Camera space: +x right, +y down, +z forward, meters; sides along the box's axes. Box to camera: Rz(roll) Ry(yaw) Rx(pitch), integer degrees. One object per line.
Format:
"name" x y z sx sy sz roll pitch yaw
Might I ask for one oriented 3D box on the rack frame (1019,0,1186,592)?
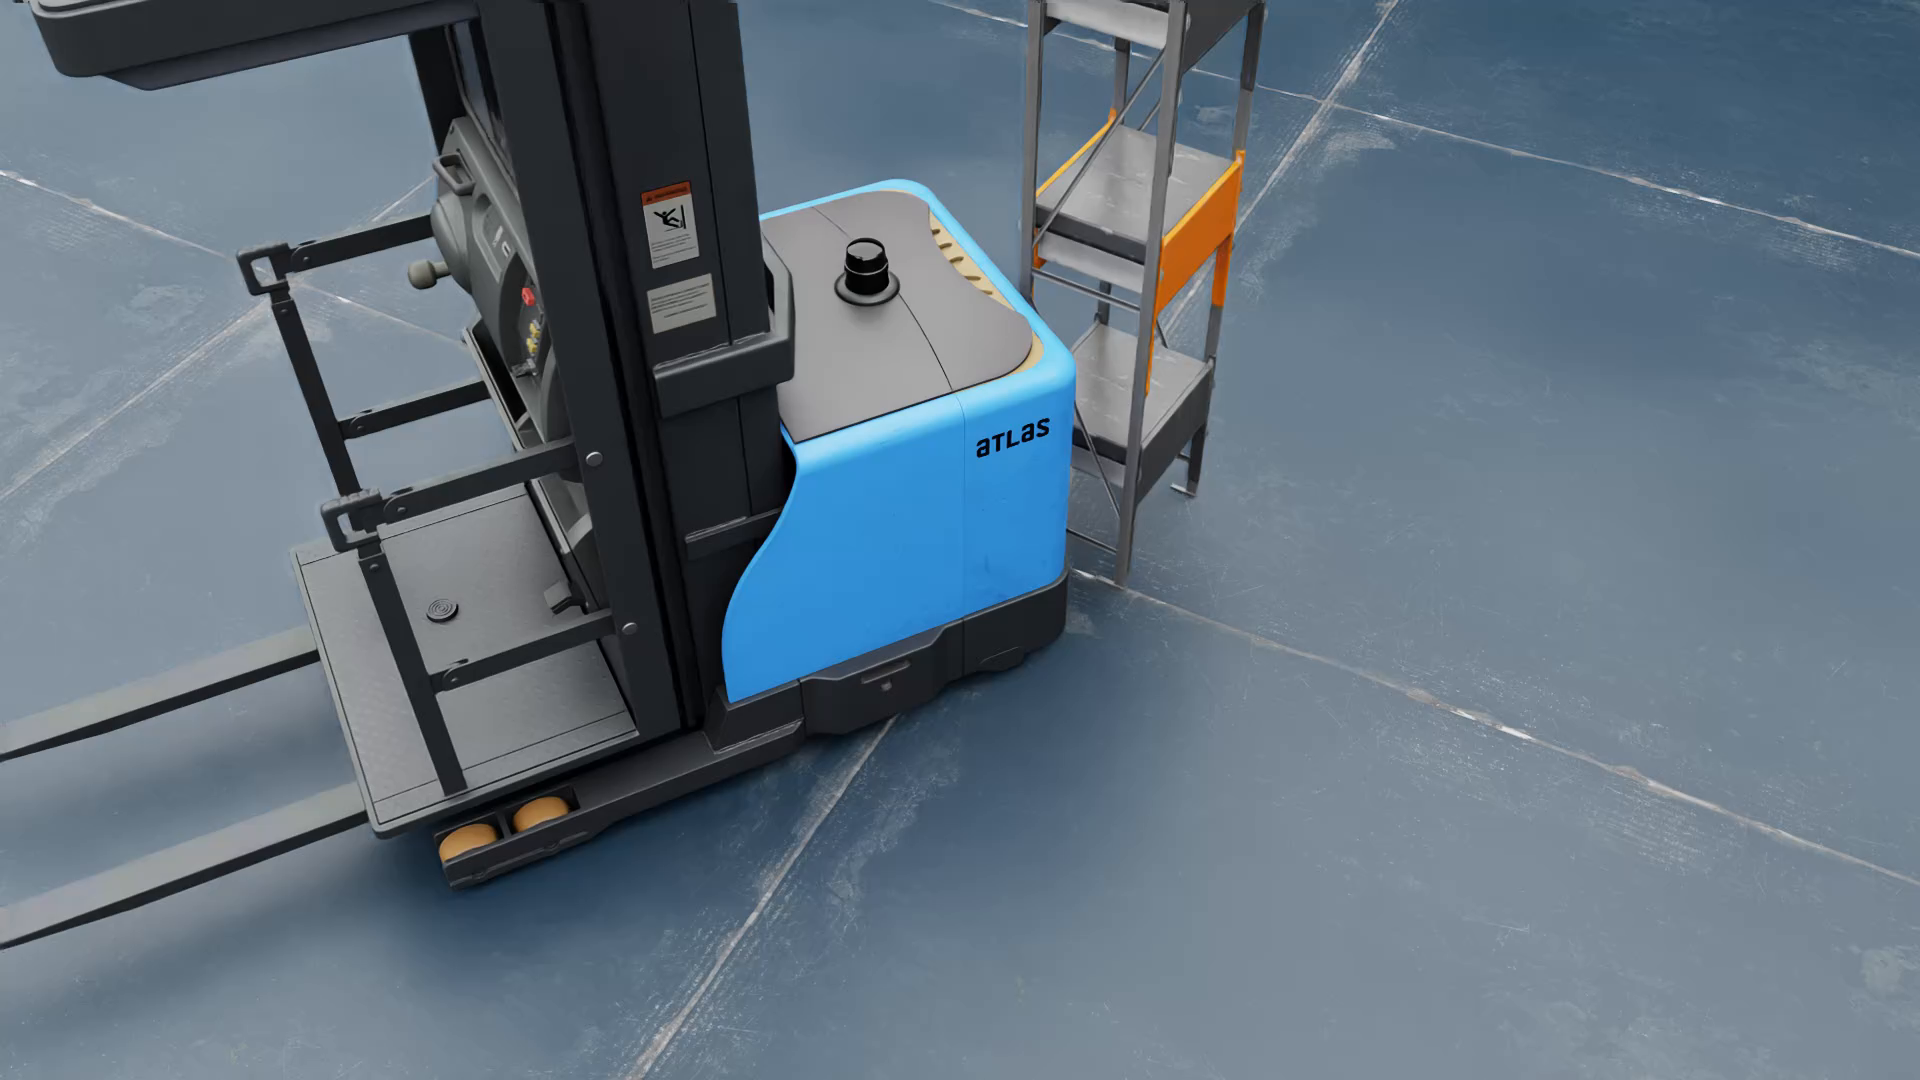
"rack frame" 0.335 -0.659 4.425 0.400 2.100 0.015 24 50 22

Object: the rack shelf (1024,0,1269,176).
"rack shelf" 0.465 -1.288 4.082 0.431 0.518 0.480 24 50 22

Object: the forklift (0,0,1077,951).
"forklift" -1.241 -0.560 3.743 3.031 2.935 1.130 -20 49 -18

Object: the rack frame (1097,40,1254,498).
"rack frame" 0.595 -0.952 4.715 0.400 2.100 0.015 24 50 22

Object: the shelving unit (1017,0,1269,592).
"shelving unit" 0.465 -0.805 4.570 0.431 2.100 0.503 24 50 22

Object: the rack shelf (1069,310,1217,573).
"rack shelf" 0.465 -0.304 5.077 0.431 0.518 0.480 24 50 22

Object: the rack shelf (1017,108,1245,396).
"rack shelf" 0.465 -0.796 4.579 0.431 0.518 0.480 24 50 22
